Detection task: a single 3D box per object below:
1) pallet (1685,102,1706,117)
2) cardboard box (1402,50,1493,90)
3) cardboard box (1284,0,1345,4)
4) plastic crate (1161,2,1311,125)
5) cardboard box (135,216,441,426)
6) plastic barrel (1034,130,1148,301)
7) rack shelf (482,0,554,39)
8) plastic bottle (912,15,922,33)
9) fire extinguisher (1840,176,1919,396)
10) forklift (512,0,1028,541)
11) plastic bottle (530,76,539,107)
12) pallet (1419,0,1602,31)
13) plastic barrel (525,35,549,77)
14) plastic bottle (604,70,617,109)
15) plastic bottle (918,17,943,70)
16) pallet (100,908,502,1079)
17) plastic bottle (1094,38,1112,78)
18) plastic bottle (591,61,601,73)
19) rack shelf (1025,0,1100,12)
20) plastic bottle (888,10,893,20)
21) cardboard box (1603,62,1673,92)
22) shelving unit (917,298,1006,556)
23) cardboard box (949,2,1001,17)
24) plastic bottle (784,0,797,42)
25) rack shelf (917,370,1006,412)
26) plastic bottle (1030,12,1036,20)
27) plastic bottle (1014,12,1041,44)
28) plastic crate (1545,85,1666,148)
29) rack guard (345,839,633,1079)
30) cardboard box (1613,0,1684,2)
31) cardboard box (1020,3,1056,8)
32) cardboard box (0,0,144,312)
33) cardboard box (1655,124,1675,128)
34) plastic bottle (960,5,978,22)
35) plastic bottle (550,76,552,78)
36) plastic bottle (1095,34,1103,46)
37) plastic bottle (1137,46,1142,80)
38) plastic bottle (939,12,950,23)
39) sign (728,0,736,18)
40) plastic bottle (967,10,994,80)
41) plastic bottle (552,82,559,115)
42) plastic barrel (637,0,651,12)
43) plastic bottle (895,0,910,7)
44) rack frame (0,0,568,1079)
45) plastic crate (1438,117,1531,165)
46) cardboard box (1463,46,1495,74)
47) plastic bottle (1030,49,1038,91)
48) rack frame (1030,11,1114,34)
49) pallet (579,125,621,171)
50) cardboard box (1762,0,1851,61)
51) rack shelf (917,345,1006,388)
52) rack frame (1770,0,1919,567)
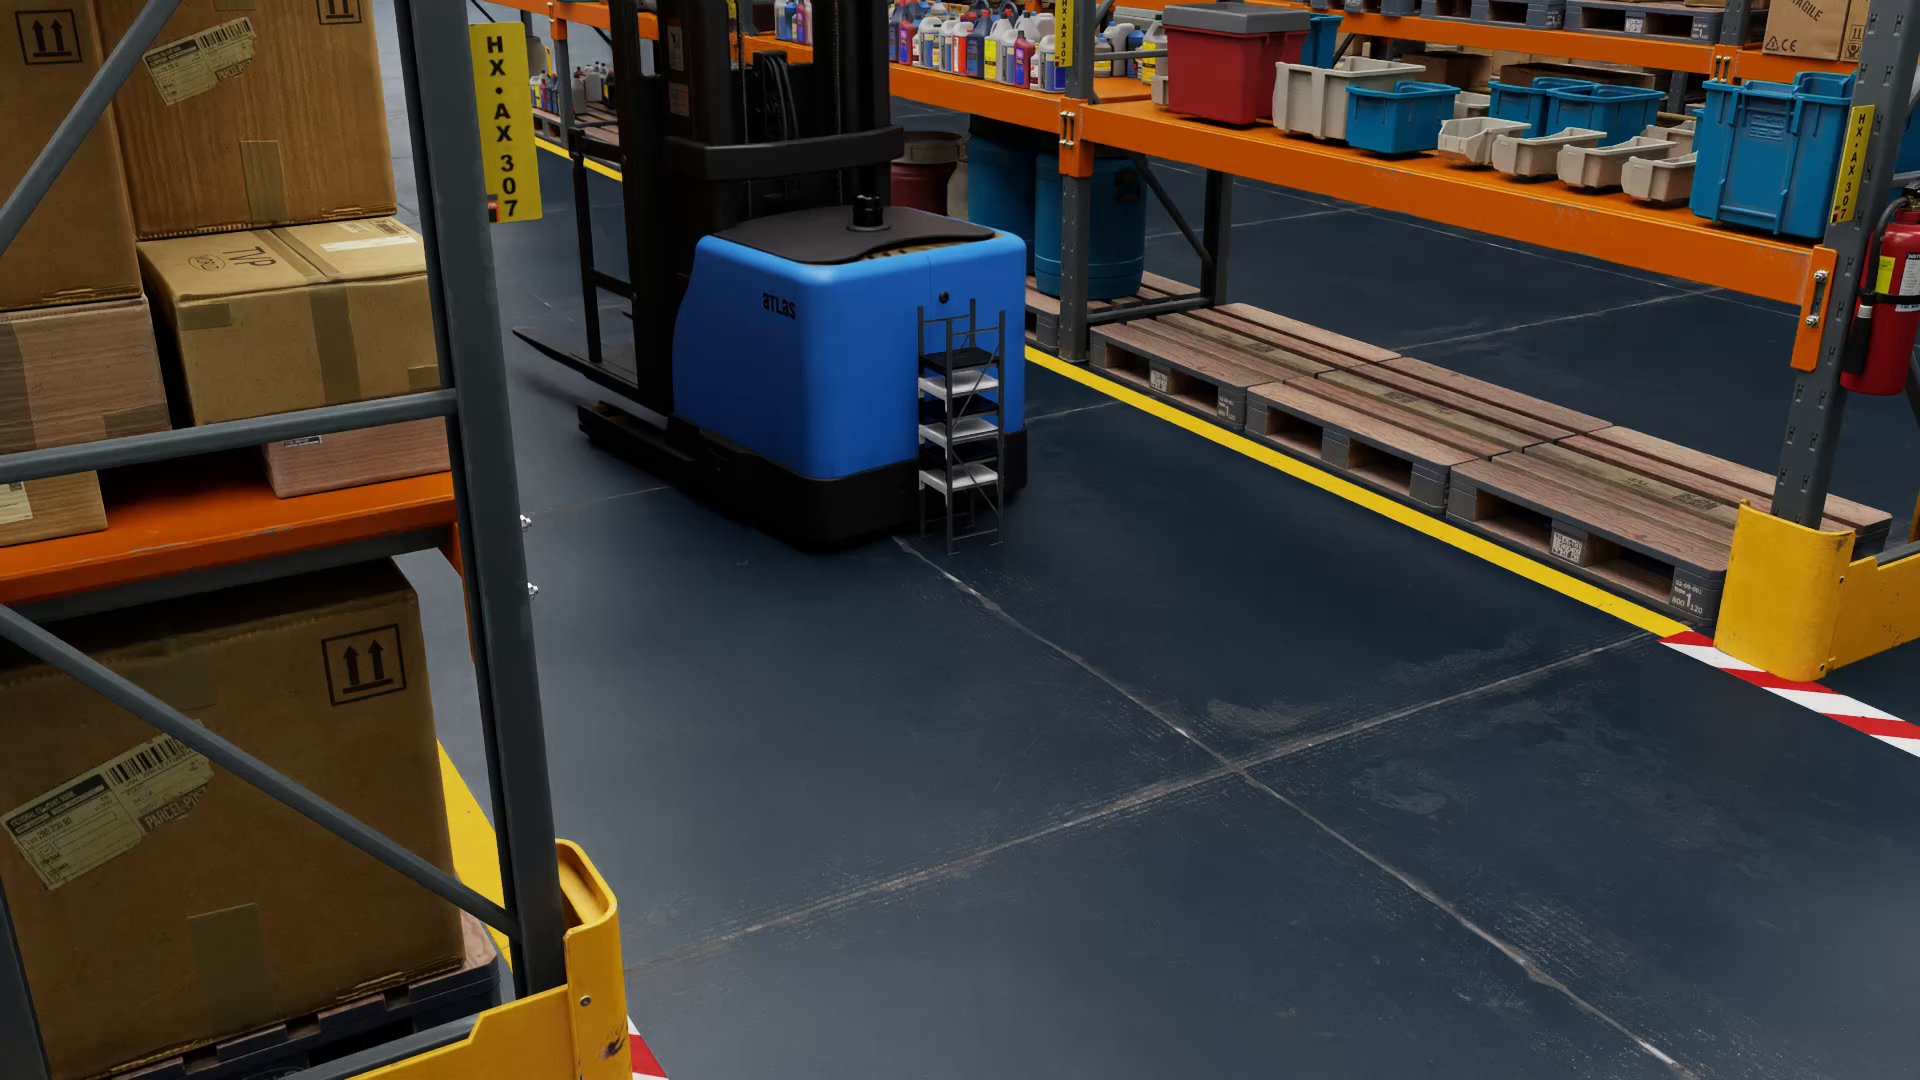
[{"bbox_3d":[7.781,-4.041,15.973,1.003,0.211,1.213,-13,25,-28],"label":"pallet"},{"bbox_3d":[3.899,-3.767,13.334,0.500,0.250,0.500,-12,25,-26],"label":"cardboard box"},{"bbox_3d":[3.039,-4.733,14.091,0.500,0.311,0.500,-11,25,-25],"label":"cardboard box"},{"bbox_3d":[1.210,-2.122,7.384,0.402,0.464,0.583,-13,25,-28],"label":"plastic crate"},{"bbox_3d":[-1.258,-0.430,3.190,0.500,0.250,0.500,-13,26,-30],"label":"cardboard box"},{"bbox_3d":[0.707,-1.804,8.995,0.600,0.901,0.708,-13,25,-28],"label":"plastic barrel"},{"bbox_3d":[-4.138,-5.306,16.337,1.077,0.370,4.000,-13,25,-28],"label":"rack shelf"},{"bbox_3d":[-0.239,-2.895,9.622,0.097,0.271,0.097,0,22,0],"label":"plastic bottle"},{"bbox_3d":[2.699,-0.762,4.801,0.296,0.674,0.183,-13,25,-28],"label":"fire extinguisher"},{"bbox_3d":[-1.039,-1.839,6.943,1.130,2.935,3.031,-17,27,-35],"label":"forklift"},{"bbox_3d":[-4.036,-4.307,15.957,0.152,0.276,0.135,-12,25,-27],"label":"plastic bottle"},{"bbox_3d":[4.184,-3.931,12.254,1.003,0.211,1.213,-13,25,-28],"label":"pallet"},{"bbox_3d":[-4.502,-4.968,17.297,0.421,0.512,0.421,0,22,0],"label":"plastic barrel"},{"bbox_3d":[-3.296,-4.282,15.796,0.144,0.351,0.185,-13,25,-28],"label":"plastic bottle"},{"bbox_3d":[-0.141,-2.810,9.406,0.152,0.276,0.135,-13,25,-28],"label":"plastic bottle"},{"bbox_3d":[-1.721,0.894,3.833,1.003,0.211,1.213,-13,25,-28],"label":"pallet"},{"bbox_3d":[0.776,-2.622,9.041,0.097,0.201,0.097,0,22,0],"label":"plastic bottle"},{"bbox_3d":[-3.581,-4.568,16.501,0.144,0.351,0.185,-11,25,-26],"label":"plastic bottle"},{"bbox_3d":[0.122,-6.257,18.678,1.077,0.370,4.000,-13,25,-28],"label":"rack shelf"},{"bbox_3d":[-0.422,-2.988,9.844,0.152,0.276,0.135,-13,25,-28],"label":"plastic bottle"},{"bbox_3d":[7.031,-4.871,17.048,0.700,0.500,0.500,-12,25,-27],"label":"cardboard box"},{"bbox_3d":[0.004,-0.414,6.136,0.258,0.900,0.210,-13,25,-28],"label":"shelving unit"},{"bbox_3d":[0.215,-5.645,18.313,0.500,0.500,0.500,-13,25,-28],"label":"cardboard box"},{"bbox_3d":[-1.095,-3.392,10.845,0.097,0.271,0.097,0,22,0],"label":"plastic bottle"},{"bbox_3d":[0.004,-0.550,6.080,0.258,0.077,0.200,-13,25,-28],"label":"rack shelf"},{"bbox_3d":[0.434,-2.983,9.838,0.097,0.271,0.097,0,22,0],"label":"plastic bottle"},{"bbox_3d":[0.343,-2.642,8.892,0.144,0.351,0.185,-13,25,-28],"label":"plastic bottle"},{"bbox_3d":[2.497,-1.627,6.473,0.416,0.233,0.300,-13,25,-28],"label":"plastic crate"},{"bbox_3d":[-1.233,1.011,3.160,1.175,0.500,0.348,-13,25,-28],"label":"rack guard"},{"bbox_3d":[4.775,-4.001,11.481,0.700,0.500,0.500,-8,24,-20],"label":"cardboard box"},{"bbox_3d":[0.914,-5.582,18.159,0.500,0.500,0.500,-13,25,-28],"label":"cardboard box"},{"bbox_3d":[-1.720,-0.677,2.803,0.500,0.500,0.500,-12,25,-28],"label":"cardboard box"},{"bbox_3d":[4.732,-2.504,11.224,0.500,0.500,0.500,-13,25,-29],"label":"cardboard box"},{"bbox_3d":[0.054,-3.136,10.199,0.061,0.283,0.133,-13,25,-28],"label":"plastic bottle"},{"bbox_3d":[-3.881,-4.285,15.893,0.061,0.283,0.133,-13,25,-28],"label":"plastic bottle"},{"bbox_3d":[0.789,-2.726,9.298,0.097,0.201,0.097,0,22,0],"label":"plastic bottle"},{"bbox_3d":[1.007,-2.588,8.958,0.097,0.201,0.097,0,22,0],"label":"plastic bottle"},{"bbox_3d":[-0.090,-3.283,10.668,0.097,0.201,0.097,0,22,0],"label":"plastic bottle"},{"bbox_3d":[-1.543,-3.664,11.126,0.100,0.325,0.005,-13,25,-28],"label":"sign"},{"bbox_3d":[0.125,-2.674,8.971,0.144,0.351,0.185,-13,25,-28],"label":"plastic bottle"},{"bbox_3d":[-3.693,-4.121,15.401,0.144,0.351,0.185,-13,26,-30],"label":"plastic bottle"},{"bbox_3d":[-2.442,-4.465,13.133,0.433,0.535,0.433,0,22,0],"label":"plastic barrel"},{"bbox_3d":[-0.382,-3.519,11.141,0.061,0.283,0.133,-13,25,-28],"label":"plastic bottle"},{"bbox_3d":[-1.245,-0.155,2.708,1.000,3.000,0.127,-13,25,-28],"label":"rack frame"},{"bbox_3d":[1.975,-1.516,6.329,0.298,0.136,0.250,-13,25,-28],"label":"plastic crate"},{"bbox_3d":[6.098,-5.550,18.719,0.700,0.500,0.500,-13,26,-29],"label":"cardboard box"},{"bbox_3d":[0.408,-2.408,8.515,0.097,0.201,0.097,0,22,0],"label":"plastic bottle"},{"bbox_3d":[1.144,-5.943,16.950,1.000,3.000,0.127,-13,25,-28],"label":"rack frame"},{"bbox_3d":[-2.682,-3.453,14.527,1.003,0.211,1.213,-13,25,-28],"label":"pallet"},{"bbox_3d":[5.256,-3.182,10.025,0.500,0.500,0.500,-12,25,-27],"label":"cardboard box"},{"bbox_3d":[0.004,-0.633,6.046,0.258,0.077,0.200,-13,25,-28],"label":"rack shelf"},{"bbox_3d":[3.013,-1.107,5.052,1.000,3.000,0.127,-13,25,-28],"label":"rack frame"}]
